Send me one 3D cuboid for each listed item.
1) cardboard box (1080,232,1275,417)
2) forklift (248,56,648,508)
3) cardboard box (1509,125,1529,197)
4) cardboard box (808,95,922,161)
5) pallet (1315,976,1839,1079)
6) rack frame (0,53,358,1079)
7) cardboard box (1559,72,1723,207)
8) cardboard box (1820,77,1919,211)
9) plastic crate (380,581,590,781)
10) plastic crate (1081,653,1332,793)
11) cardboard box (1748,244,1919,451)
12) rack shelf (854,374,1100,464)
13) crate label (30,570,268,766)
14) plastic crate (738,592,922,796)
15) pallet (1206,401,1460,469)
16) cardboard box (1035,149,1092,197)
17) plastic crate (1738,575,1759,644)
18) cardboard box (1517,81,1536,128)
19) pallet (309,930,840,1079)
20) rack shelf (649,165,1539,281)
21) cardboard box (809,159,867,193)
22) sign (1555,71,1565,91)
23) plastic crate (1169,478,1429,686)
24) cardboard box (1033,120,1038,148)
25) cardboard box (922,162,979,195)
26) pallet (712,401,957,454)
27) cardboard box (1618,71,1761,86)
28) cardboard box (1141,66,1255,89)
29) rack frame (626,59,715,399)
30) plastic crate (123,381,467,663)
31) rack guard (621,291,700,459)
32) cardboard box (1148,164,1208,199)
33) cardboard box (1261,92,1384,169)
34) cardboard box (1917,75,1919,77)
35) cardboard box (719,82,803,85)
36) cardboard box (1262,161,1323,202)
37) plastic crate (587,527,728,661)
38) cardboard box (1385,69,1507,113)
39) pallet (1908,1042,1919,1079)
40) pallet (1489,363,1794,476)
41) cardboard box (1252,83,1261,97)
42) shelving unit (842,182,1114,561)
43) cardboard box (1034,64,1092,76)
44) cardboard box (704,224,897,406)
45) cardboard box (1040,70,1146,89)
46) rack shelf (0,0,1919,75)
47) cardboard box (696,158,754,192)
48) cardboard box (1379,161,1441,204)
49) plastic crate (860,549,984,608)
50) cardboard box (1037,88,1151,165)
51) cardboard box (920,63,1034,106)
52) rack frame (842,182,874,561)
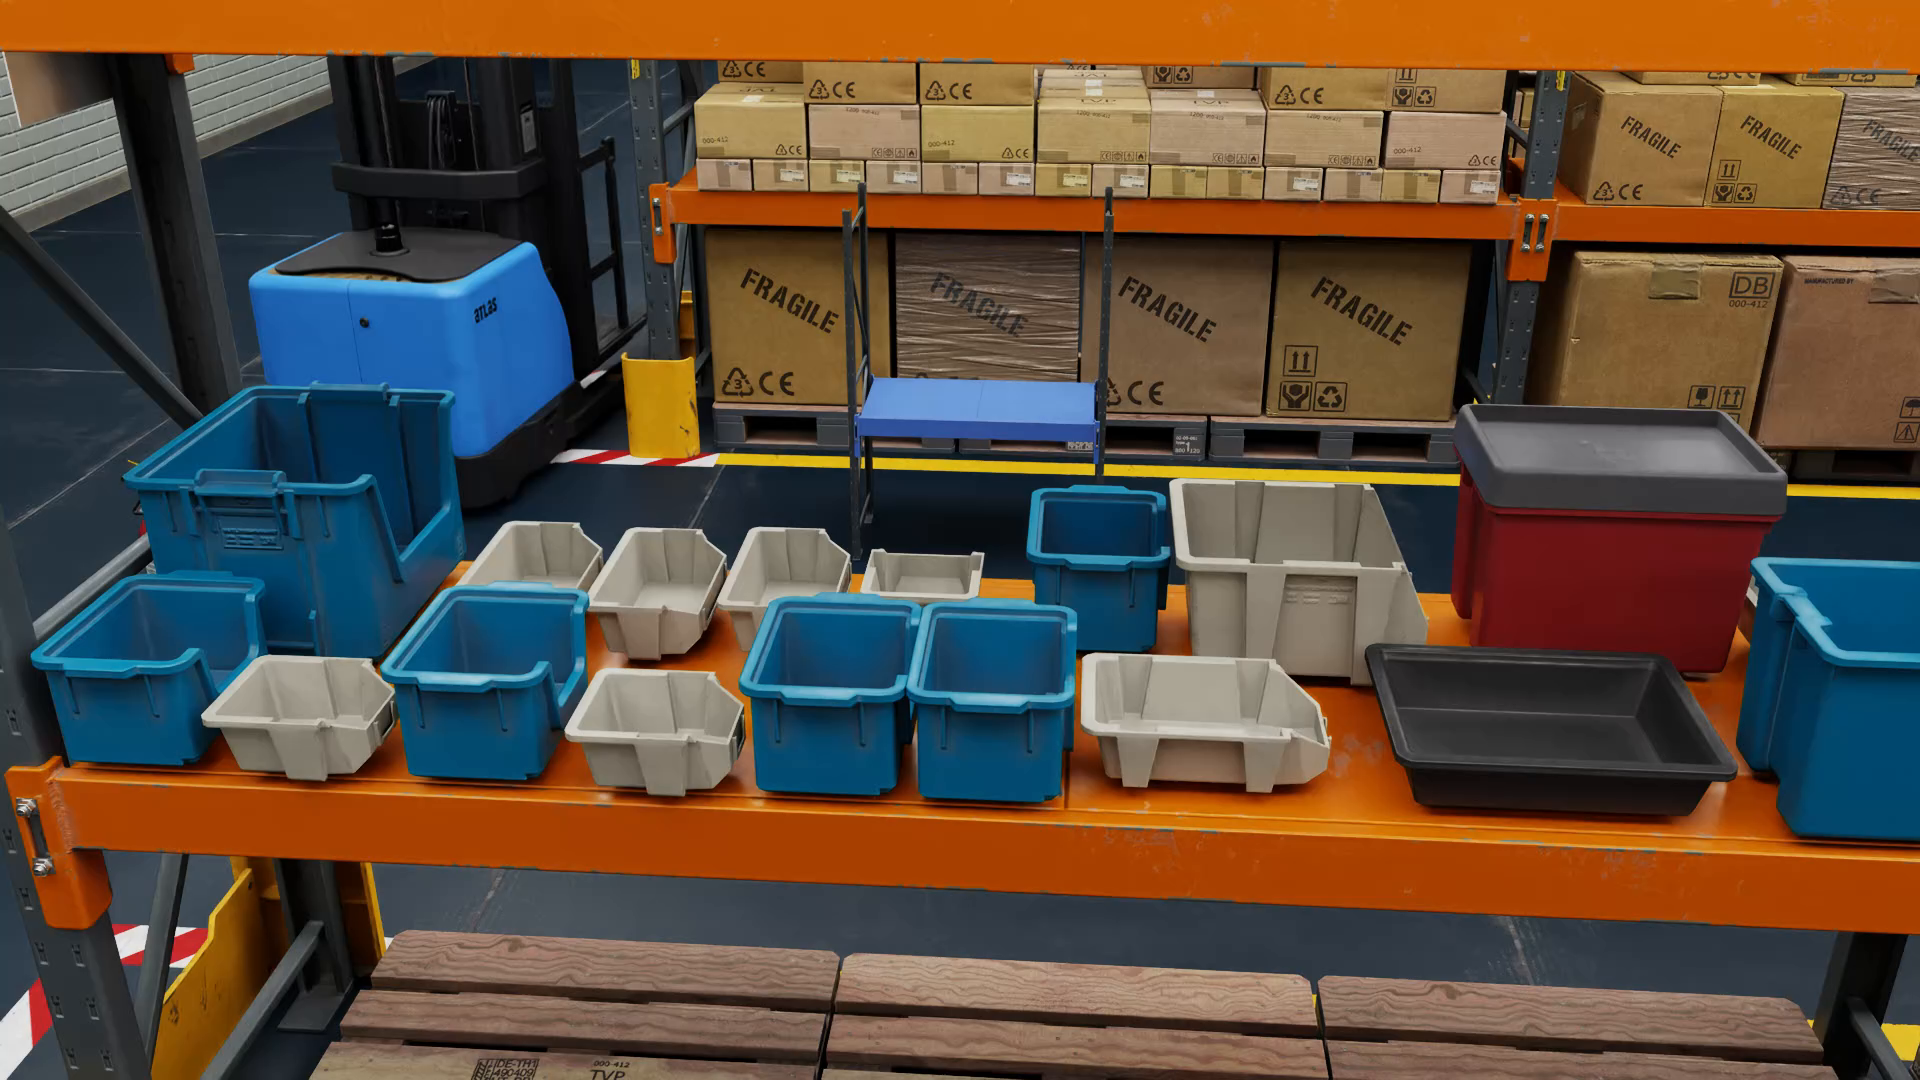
[{"bbox_3d":[1.050,-1.185,8.276,0.875,0.875,0.875,2,25,4],"label":"cardboard box"},{"bbox_3d":[-2.322,-2.063,8.226,1.130,2.935,3.031,5,25,10],"label":"forklift"},{"bbox_3d":[4.324,-2.845,12.332,0.500,0.500,0.500,3,25,6],"label":"cardboard box"},{"bbox_3d":[-0.412,-1.929,7.678,0.500,0.250,0.500,2,25,3],"label":"cardboard box"},{"bbox_3d":[1.484,1.448,3.851,1.213,0.211,1.003,2,25,4],"label":"pallet"},{"bbox_3d":[-1.768,0.060,3.530,0.127,3.000,1.000,2,25,4],"label":"rack frame"},{"bbox_3d":[3.039,-1.802,7.459,0.500,0.500,0.500,2,25,4],"label":"cardboard box"},{"bbox_3d":[4.039,-1.770,7.390,0.500,0.500,0.500,1,25,3],"label":"cardboard box"},{"bbox_3d":[-0.891,0.275,3.192,0.300,0.233,0.416,2,25,4],"label":"plastic crate"},{"bbox_3d":[0.461,0.351,3.143,0.466,0.136,0.293,2,25,4],"label":"plastic crate"},{"bbox_3d":[4.130,-1.061,8.007,0.875,0.875,1.225,1,25,2],"label":"cardboard box"},{"bbox_3d":[0.085,-0.515,7.006,1.000,0.185,0.538,2,25,4],"label":"rack shelf"},{"bbox_3d":[-1.547,0.254,3.237,0.303,0.233,0.416,2,25,4],"label":"crate label"},{"bbox_3d":[-0.234,0.296,3.146,0.300,0.233,0.416,2,25,4],"label":"plastic crate"},{"bbox_3d":[1.847,-0.666,8.445,1.213,0.211,1.003,2,25,4],"label":"pallet"},{"bbox_3d":[0.474,-1.692,7.640,0.250,0.149,0.380,1,25,3],"label":"cardboard box"},{"bbox_3d":[1.767,0.207,3.456,0.243,0.136,0.396,2,25,4],"label":"plastic crate"},{"bbox_3d":[4.328,-3.186,12.176,0.500,0.250,0.500,3,25,5],"label":"cardboard box"},{"bbox_3d":[-0.949,1.370,4.021,1.213,0.211,1.003,2,25,4],"label":"pallet"},{"bbox_3d":[0.605,-1.613,8.028,4.000,0.370,1.077,2,25,4],"label":"rack shelf"},{"bbox_3d":[-0.549,-1.725,7.711,0.250,0.149,0.380,1,25,3],"label":"cardboard box"},{"bbox_3d":[2.559,-2.074,7.038,0.005,0.325,0.100,2,25,4],"label":"sign"},{"bbox_3d":[0.712,0.089,3.537,0.530,0.282,0.437,2,25,4],"label":"plastic crate"},{"bbox_3d":[0.269,-1.975,8.255,0.250,0.149,0.380,2,25,4],"label":"cardboard box"},{"bbox_3d":[-0.035,-1.709,7.676,0.250,0.149,0.380,1,25,3],"label":"cardboard box"},{"bbox_3d":[-0.586,-0.744,8.615,1.213,0.211,1.003,2,25,4],"label":"pallet"},{"bbox_3d":[3.237,-2.360,7.471,0.637,0.503,0.797,1,25,3],"label":"cardboard box"},{"bbox_3d":[1.132,-2.439,7.889,0.500,0.500,0.500,1,25,2],"label":"cardboard box"},{"bbox_3d":[-1.389,-2.004,8.017,0.127,3.000,1.000,2,25,4],"label":"rack frame"},{"bbox_3d":[-1.420,-0.050,3.656,0.499,0.435,0.616,2,25,4],"label":"plastic crate"},{"bbox_3d":[-1.413,-0.869,8.541,0.348,0.500,1.175,2,25,4],"label":"rack guard"},{"bbox_3d":[0.989,-1.676,7.604,0.250,0.149,0.380,1,25,3],"label":"cardboard box"},{"bbox_3d":[1.623,-1.863,7.534,0.500,0.250,0.500,3,25,6],"label":"cardboard box"},{"bbox_3d":[4.541,-2.320,7.384,0.637,0.503,0.797,3,25,6],"label":"cardboard box"},{"bbox_3d":[-0.885,-2.166,8.192,0.500,0.250,0.500,1,25,3],"label":"cardboard box"},{"bbox_3d":[1.501,-1.660,7.569,0.250,0.149,0.380,2,25,5],"label":"cardboard box"},{"bbox_3d":[-0.653,0.119,3.647,0.243,0.136,0.396,2,25,4],"label":"plastic crate"},{"bbox_3d":[2.121,-2.187,7.341,0.500,0.500,0.500,3,25,6],"label":"cardboard box"},{"bbox_3d":[2.986,1.497,3.744,1.213,0.211,1.003,2,25,4],"label":"pallet"},{"bbox_3d":[3.375,-0.616,8.336,1.213,0.211,1.003,2,25,4],"label":"pallet"},{"bbox_3d":[1.656,-2.085,8.017,0.500,0.250,0.500,2,25,4],"label":"cardboard box"},{"bbox_3d":[0.085,-0.679,6.931,1.048,1.500,0.538,2,25,4],"label":"shelving unit"},{"bbox_3d":[0.949,-5.156,17.429,0.875,0.438,0.875,2,25,5],"label":"cardboard box"},{"bbox_3d":[-0.745,-1.242,8.401,0.875,0.875,0.875,2,25,4],"label":"cardboard box"},{"bbox_3d":[0.648,-2.118,8.089,0.500,0.250,0.500,2,25,4],"label":"cardboard box"},{"bbox_3d":[0.226,-0.911,2.915,4.000,0.370,1.077,2,25,4],"label":"rack shelf"},{"bbox_3d":[-1.060,-1.741,7.745,0.250,0.149,0.380,2,25,5],"label":"cardboard box"},{"bbox_3d":[2.013,-1.643,7.533,0.250,0.149,0.380,2,25,5],"label":"cardboard box"},{"bbox_3d":[-0.077,0.119,3.646,0.250,0.136,0.298,2,25,4],"label":"plastic crate"},{"bbox_3d":[0.609,-1.897,7.608,0.500,0.250,0.500,1,25,3],"label":"cardboard box"},{"bbox_3d":[0.085,-2.254,7.486,0.500,0.500,0.500,1,25,3],"label":"cardboard box"},{"bbox_3d":[-0.422,-0.695,6.966,0.032,1.500,0.500,2,25,4],"label":"rack frame"}]
